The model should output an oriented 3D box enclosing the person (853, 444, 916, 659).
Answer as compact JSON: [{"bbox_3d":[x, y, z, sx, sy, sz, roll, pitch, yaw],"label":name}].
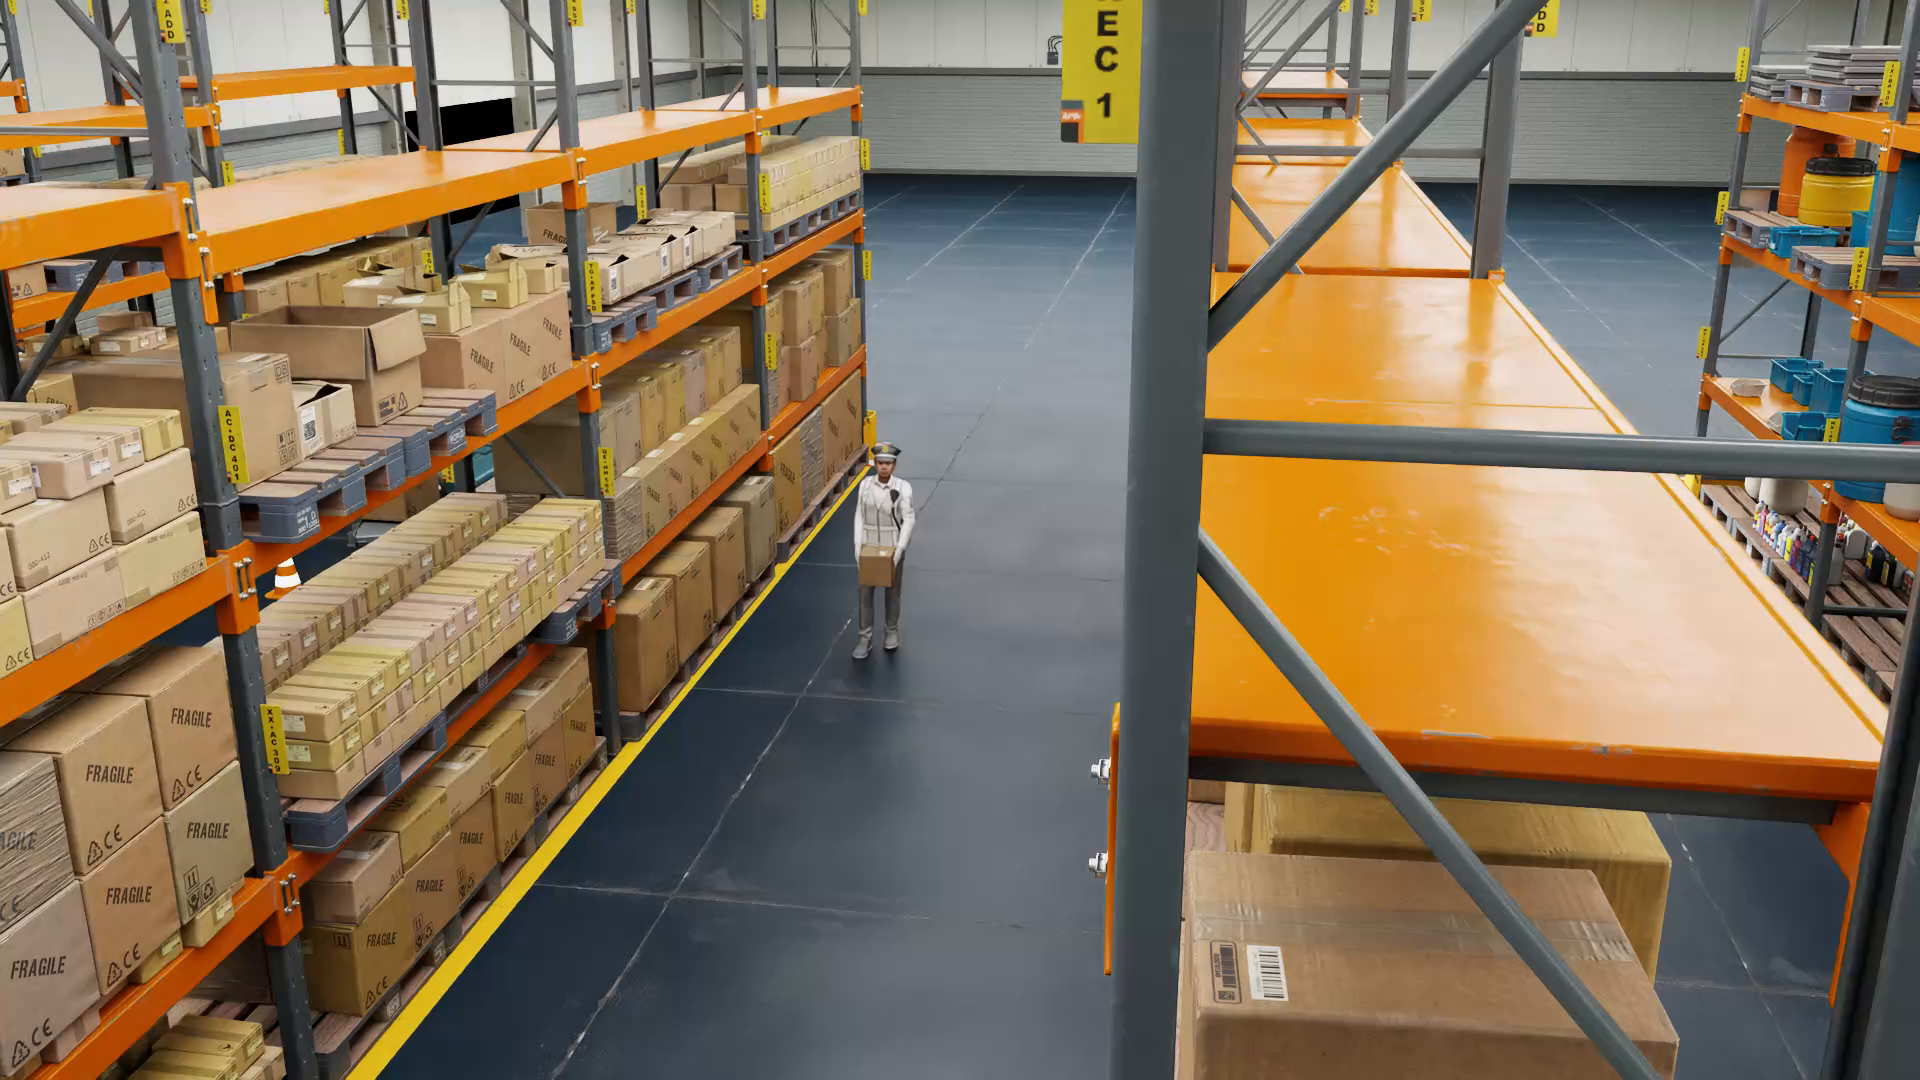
[{"bbox_3d":[-0.607,0.079,13.156,0.500,1.695,0.540,3,18,8],"label":"person"}]
